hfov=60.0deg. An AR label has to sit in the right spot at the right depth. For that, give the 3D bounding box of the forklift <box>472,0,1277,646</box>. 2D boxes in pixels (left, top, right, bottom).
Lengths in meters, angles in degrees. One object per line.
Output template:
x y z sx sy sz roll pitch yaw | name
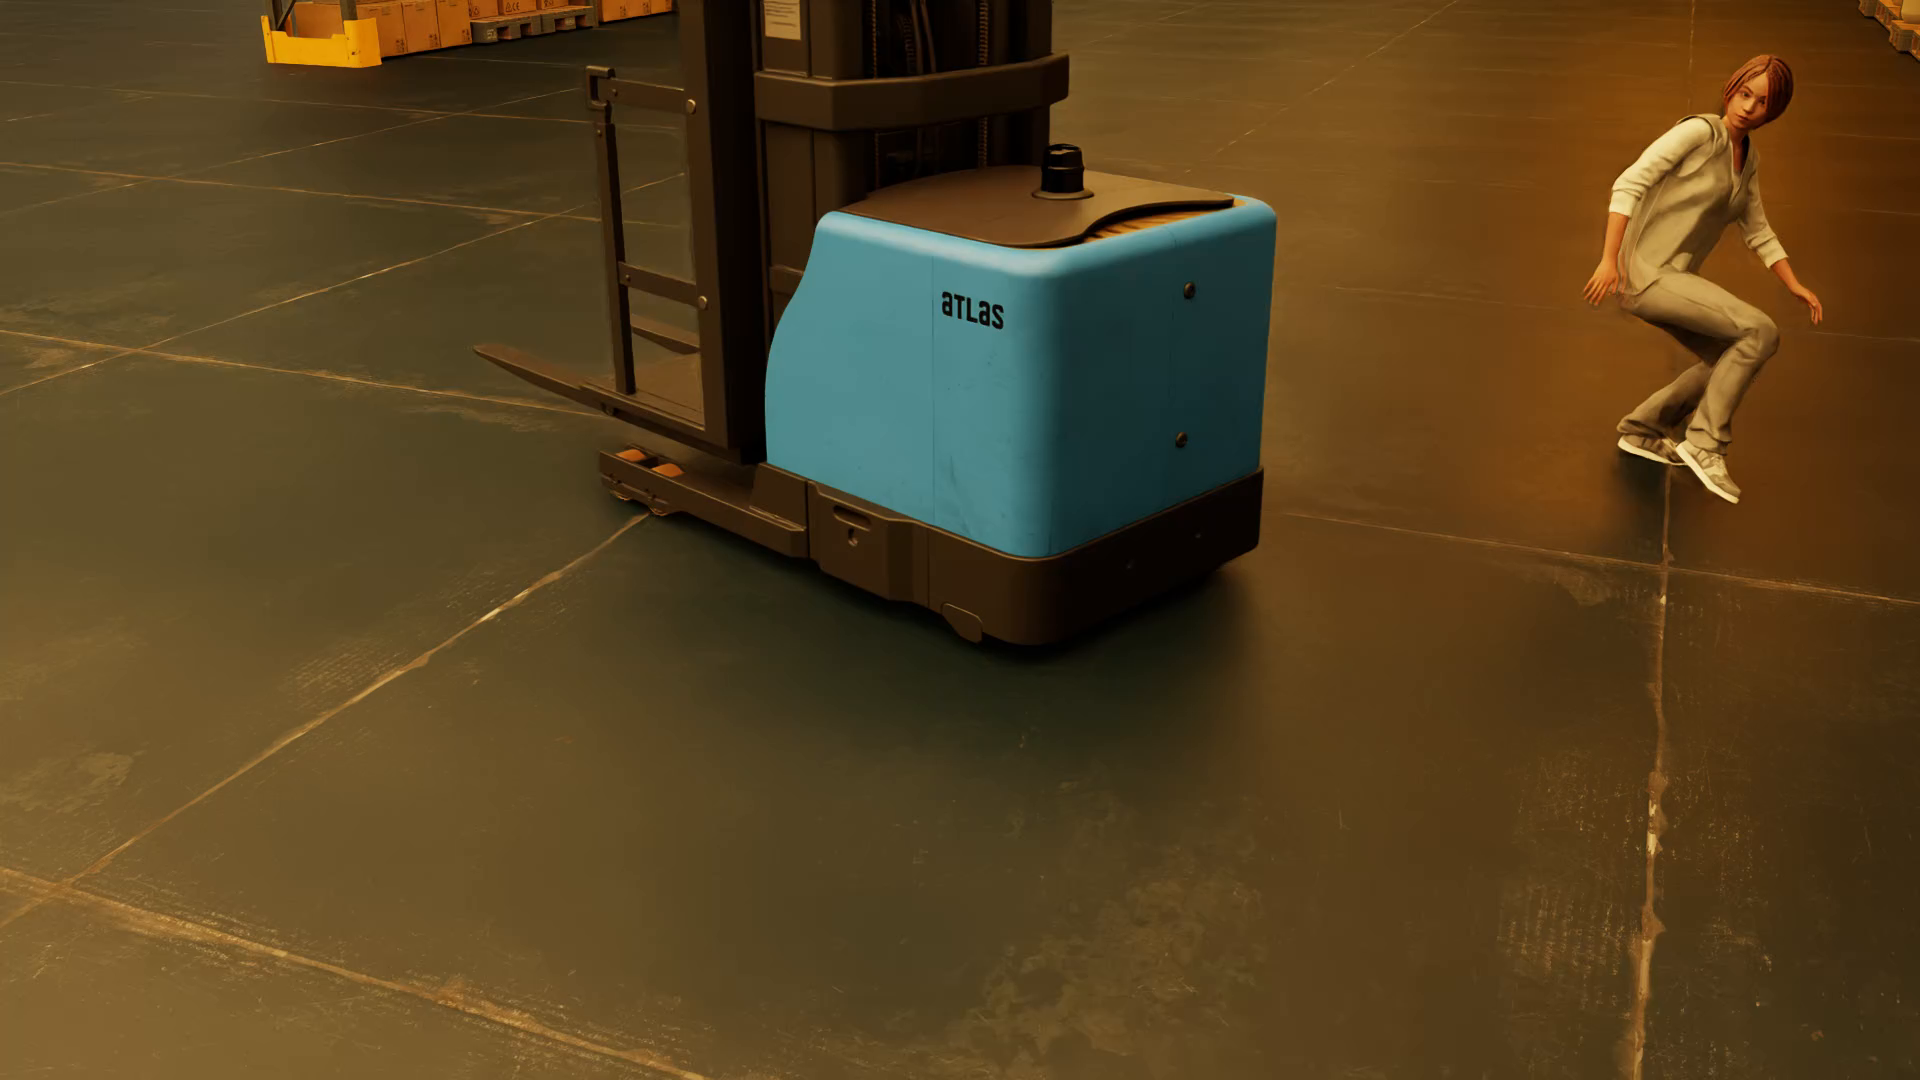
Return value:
-0.523 -1.552 5.004 3.031 2.935 1.130 21 30 40 | forklift

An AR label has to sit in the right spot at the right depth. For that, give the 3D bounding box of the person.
2.390 -0.819 5.306 0.636 1.389 0.649 17 28 35 | person
